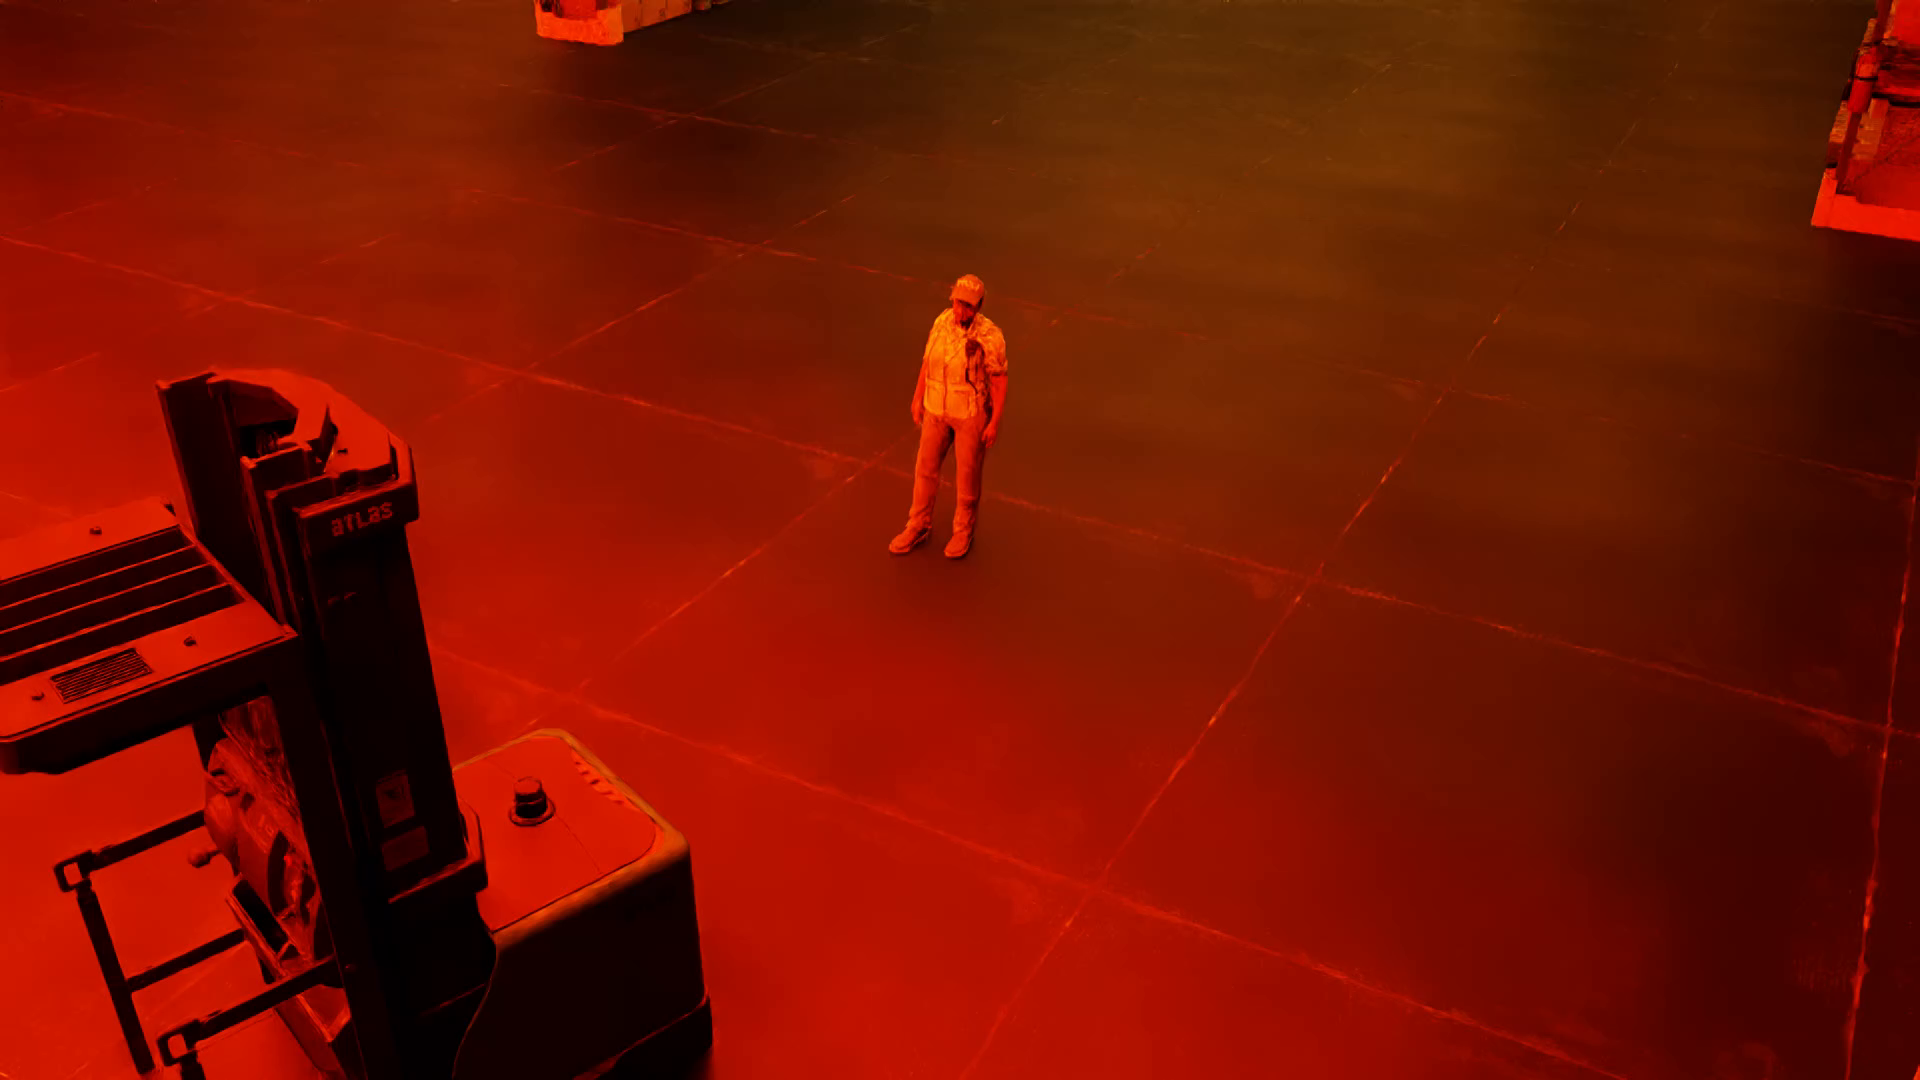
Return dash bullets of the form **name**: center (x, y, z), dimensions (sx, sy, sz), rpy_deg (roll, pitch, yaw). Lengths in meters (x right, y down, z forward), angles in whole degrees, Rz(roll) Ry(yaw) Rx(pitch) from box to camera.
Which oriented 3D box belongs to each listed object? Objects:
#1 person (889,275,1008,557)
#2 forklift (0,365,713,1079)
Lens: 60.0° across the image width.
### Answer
- **person**: center (-0.057, -0.700, 9.534), dimensions (0.598, 1.669, 0.529), rpy_deg (15, 33, 25)
- **forklift**: center (-2.405, 1.046, 5.259), dimensions (3.031, 2.935, 1.130), rpy_deg (-24, 37, -35)
